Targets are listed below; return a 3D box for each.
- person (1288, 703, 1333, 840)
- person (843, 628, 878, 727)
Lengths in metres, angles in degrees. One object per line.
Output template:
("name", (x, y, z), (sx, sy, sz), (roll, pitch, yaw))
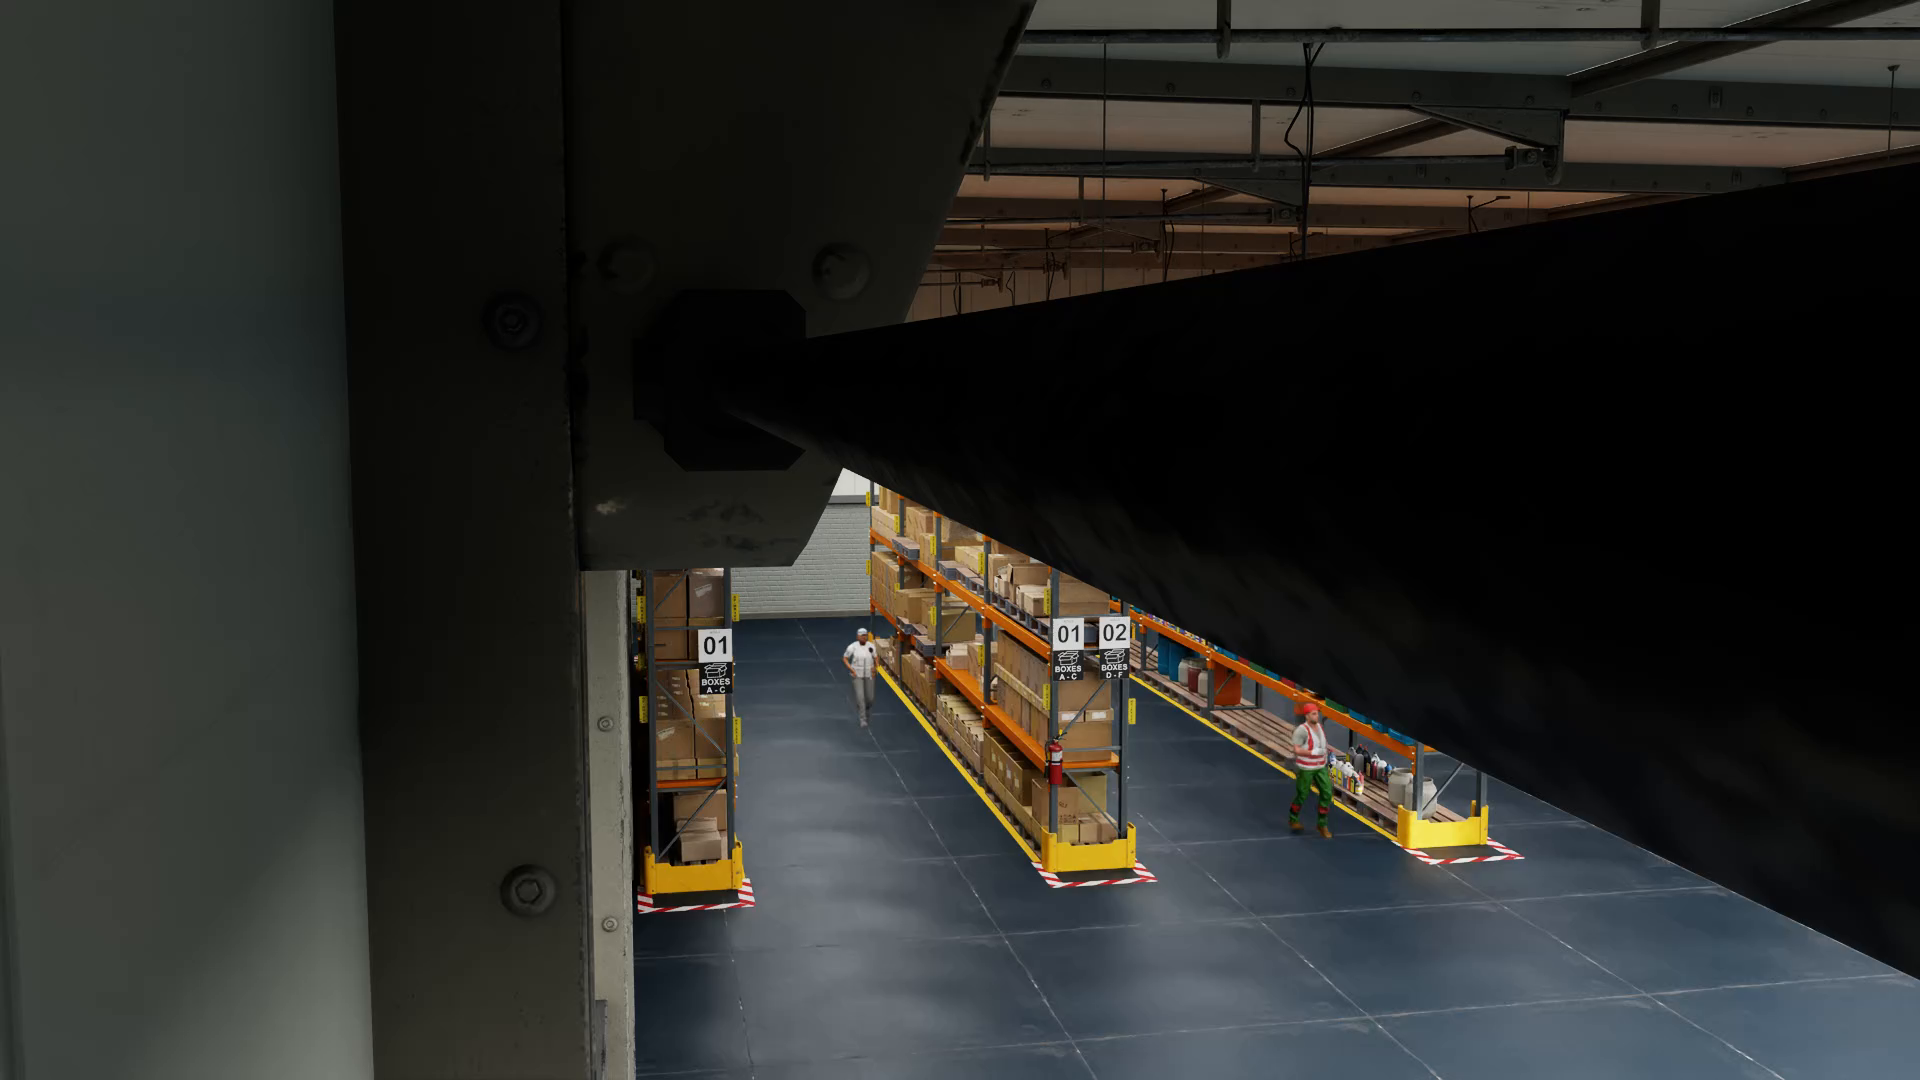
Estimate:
("person", (4.727, 3.097, 22.382), (0.665, 1.837, 0.713), (-3, 7, -30))
("person", (-1.658, 2.310, 28.034), (0.614, 1.666, 0.532), (-2, 6, -17))
